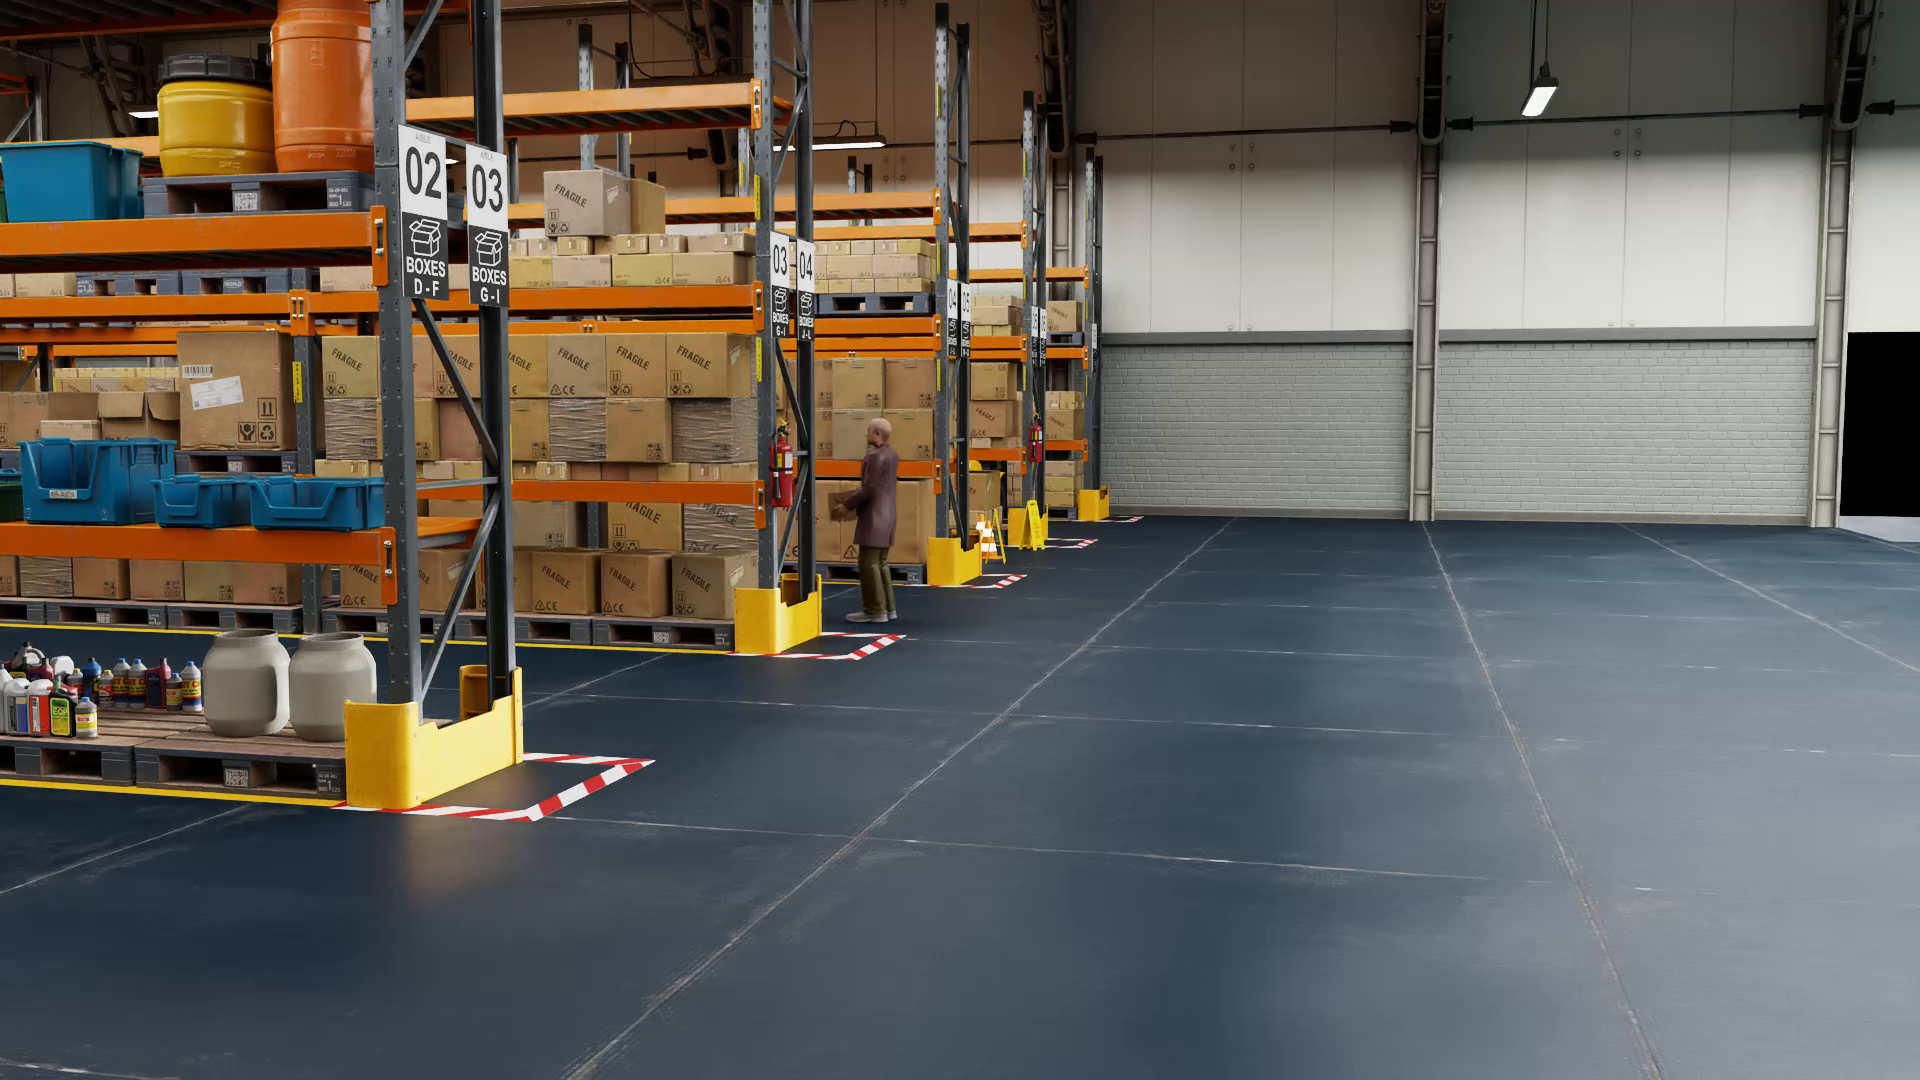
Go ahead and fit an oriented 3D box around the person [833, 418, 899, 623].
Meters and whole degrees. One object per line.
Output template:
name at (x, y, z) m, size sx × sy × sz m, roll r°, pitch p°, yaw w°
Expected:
person at (-0.822, -0.177, 14.561) m, size 0.527 × 1.781 × 0.554 m, roll 1°, pitch 5°, yaw 13°
